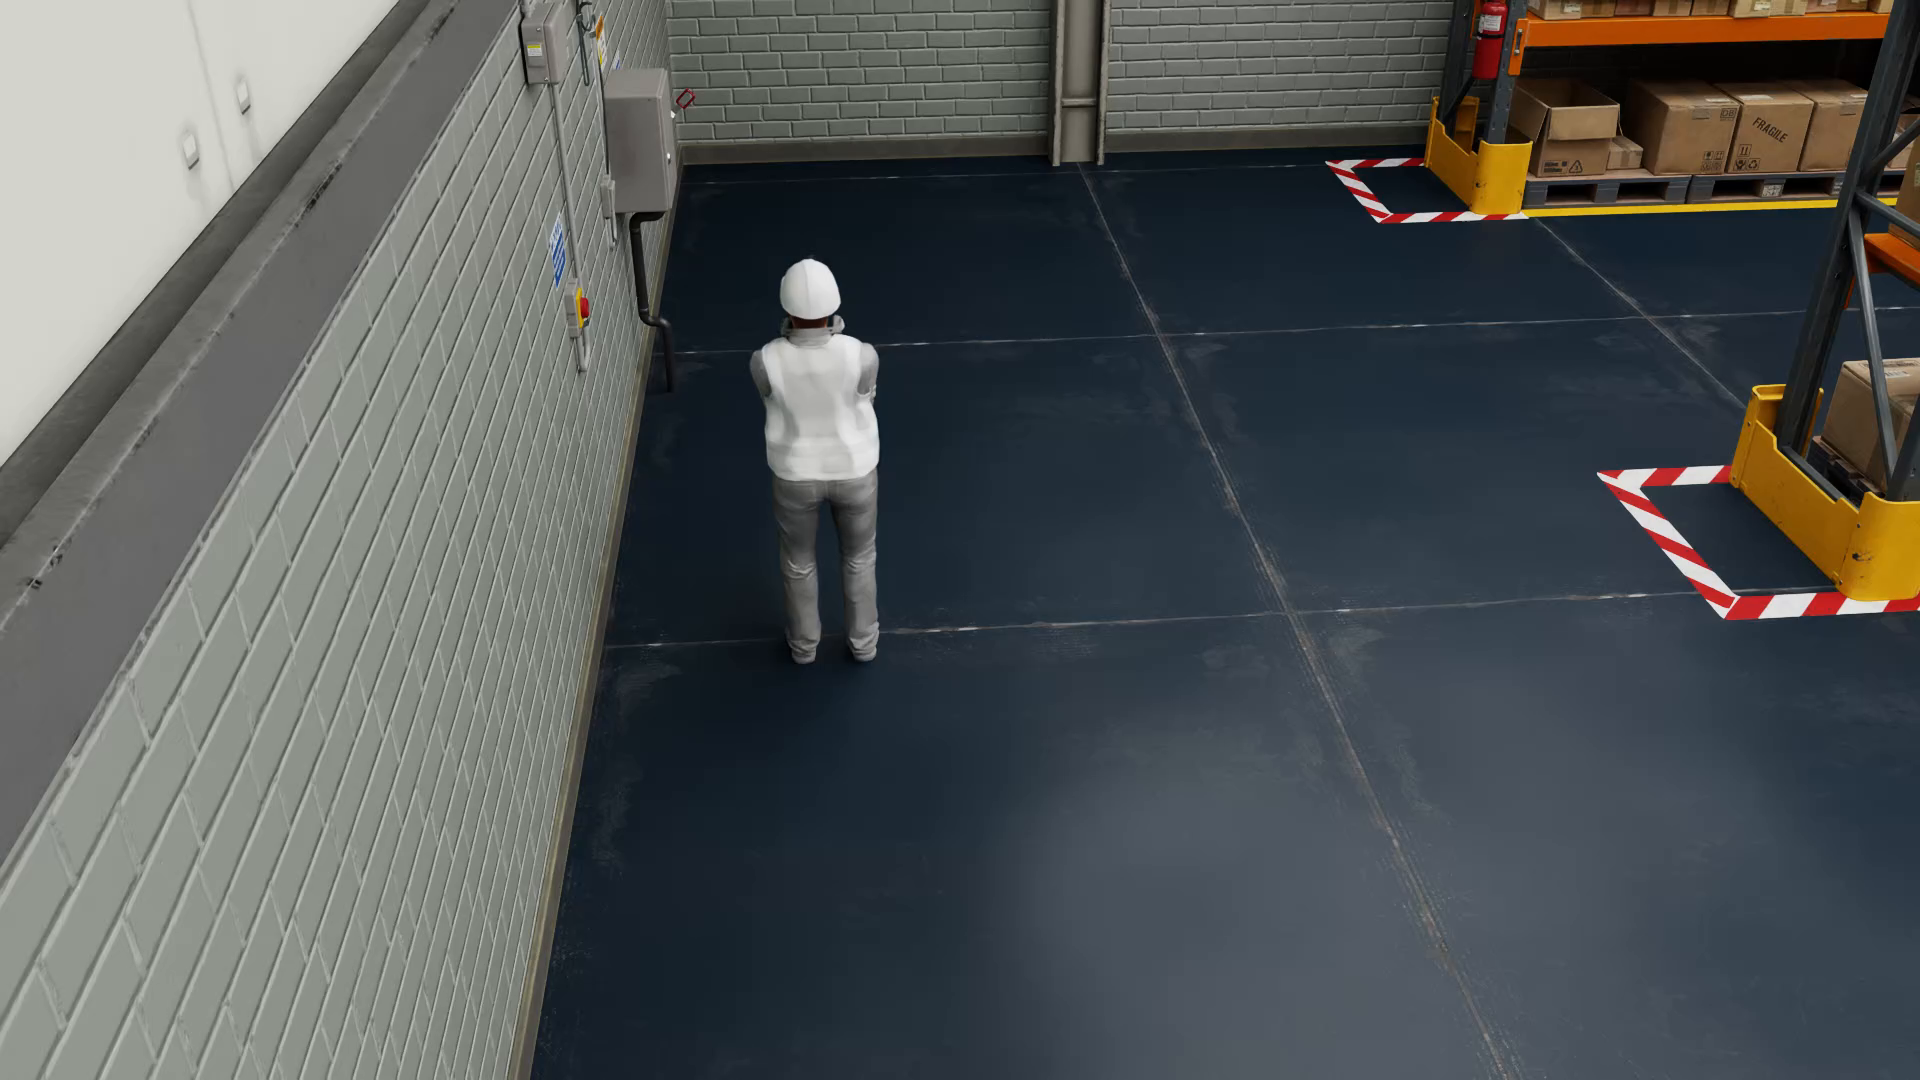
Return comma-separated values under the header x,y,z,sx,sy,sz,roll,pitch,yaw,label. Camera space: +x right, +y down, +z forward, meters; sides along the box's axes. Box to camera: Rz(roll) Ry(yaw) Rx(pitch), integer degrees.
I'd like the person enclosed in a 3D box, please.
x,y,z,sx,sy,sz,roll,pitch,yaw,label
-0.565,-0.339,6.680,0.495,1.767,0.554,-2,31,-4,person
